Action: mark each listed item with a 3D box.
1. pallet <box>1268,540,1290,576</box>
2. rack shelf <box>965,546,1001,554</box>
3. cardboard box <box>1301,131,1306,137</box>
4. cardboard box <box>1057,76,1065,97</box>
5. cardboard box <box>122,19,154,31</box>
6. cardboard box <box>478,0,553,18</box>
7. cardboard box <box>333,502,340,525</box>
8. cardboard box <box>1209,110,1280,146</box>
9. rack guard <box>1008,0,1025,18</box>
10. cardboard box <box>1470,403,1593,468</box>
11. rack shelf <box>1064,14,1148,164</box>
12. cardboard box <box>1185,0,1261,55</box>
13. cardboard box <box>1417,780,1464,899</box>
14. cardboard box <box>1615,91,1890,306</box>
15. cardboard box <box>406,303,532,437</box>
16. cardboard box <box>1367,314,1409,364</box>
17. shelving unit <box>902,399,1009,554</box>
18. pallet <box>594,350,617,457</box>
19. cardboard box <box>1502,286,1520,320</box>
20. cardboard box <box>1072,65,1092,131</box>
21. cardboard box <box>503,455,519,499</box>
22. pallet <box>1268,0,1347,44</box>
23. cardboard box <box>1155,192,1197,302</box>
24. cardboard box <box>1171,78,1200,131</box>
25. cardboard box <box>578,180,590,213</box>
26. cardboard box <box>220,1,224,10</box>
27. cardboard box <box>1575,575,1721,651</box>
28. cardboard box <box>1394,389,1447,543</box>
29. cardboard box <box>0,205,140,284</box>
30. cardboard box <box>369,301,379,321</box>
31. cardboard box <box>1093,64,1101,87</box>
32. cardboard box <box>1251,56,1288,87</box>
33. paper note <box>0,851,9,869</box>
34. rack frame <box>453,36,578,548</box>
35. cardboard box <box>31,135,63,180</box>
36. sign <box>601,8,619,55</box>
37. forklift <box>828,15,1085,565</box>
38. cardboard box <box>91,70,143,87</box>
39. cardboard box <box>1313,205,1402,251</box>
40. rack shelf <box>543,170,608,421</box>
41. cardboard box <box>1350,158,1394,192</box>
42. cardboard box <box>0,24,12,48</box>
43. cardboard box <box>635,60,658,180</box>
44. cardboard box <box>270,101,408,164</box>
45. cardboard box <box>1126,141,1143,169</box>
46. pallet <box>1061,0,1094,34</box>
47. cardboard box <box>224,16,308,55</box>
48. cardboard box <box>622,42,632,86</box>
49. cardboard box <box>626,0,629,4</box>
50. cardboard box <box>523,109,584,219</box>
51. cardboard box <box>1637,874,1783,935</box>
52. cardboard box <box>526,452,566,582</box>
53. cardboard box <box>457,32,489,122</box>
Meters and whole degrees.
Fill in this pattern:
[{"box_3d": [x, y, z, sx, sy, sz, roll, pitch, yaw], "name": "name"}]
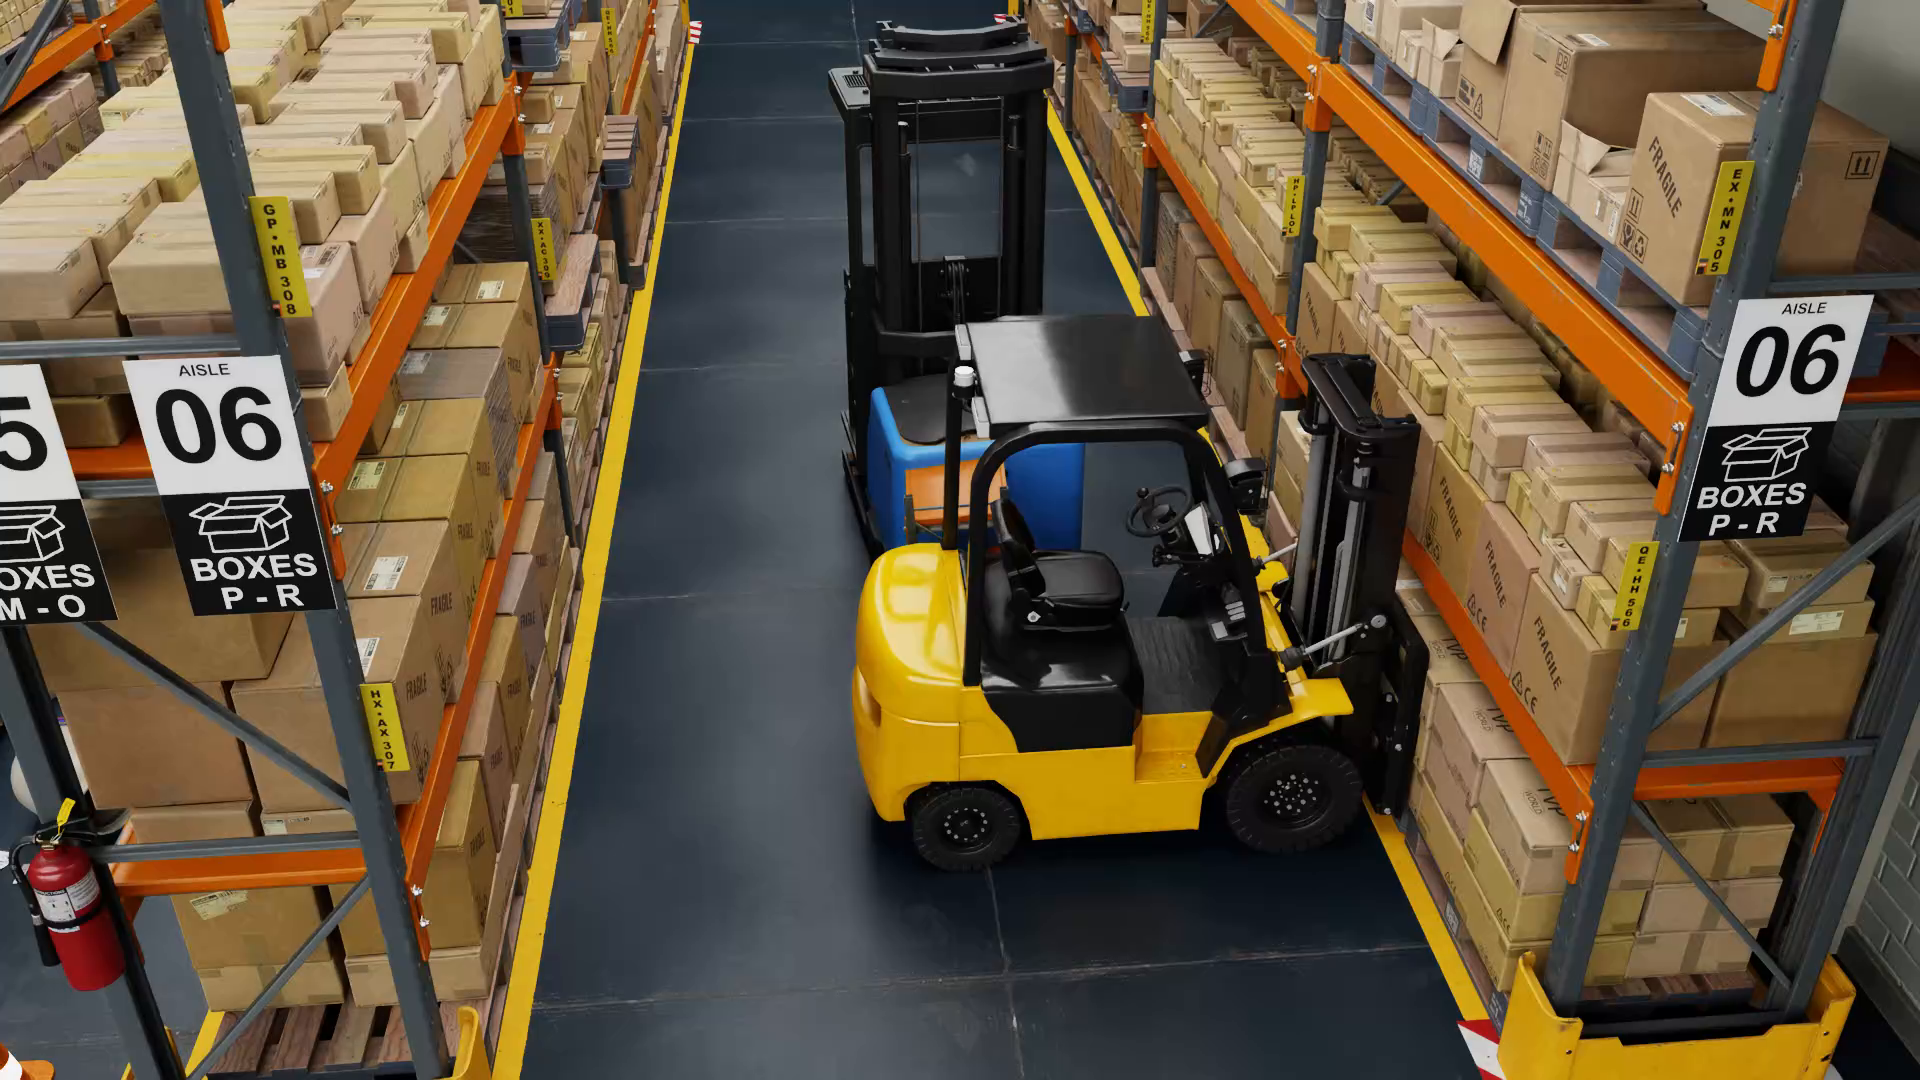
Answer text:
[{"box_3d": [2.319, 0.290, 9.059, 1.003, 0.211, 1.213, -3, 31, -5], "name": "pallet"}, {"box_3d": [0.023, 0.197, 8.759, 0.538, 0.278, 1.000, -5, 31, 0], "name": "rack shelf"}, {"box_3d": [2.364, -2.518, 10.698, 0.500, 0.250, 0.500, -3, 31, -6], "name": "cardboard box"}, {"box_3d": [1.194, -4.626, 16.941, 0.380, 0.149, 0.250, -4, 31, -6], "name": "cardboard box"}, {"box_3d": [-8.838, -5.449, 17.738, 0.380, 0.149, 0.250, -4, 31, -7], "name": "cardboard box"}, {"box_3d": [-2.311, -2.797, 8.318, 0.500, 0.250, 0.500, -4, 31, -6], "name": "cardboard box"}, {"box_3d": [-2.587, -0.142, 5.700, 0.700, 0.500, 0.500, -2, 31, -4], "name": "cardboard box"}, {"box_3d": [1.783, -2.583, 10.419, 0.380, 0.149, 0.250, -4, 31, -6], "name": "cardboard box"}, {"box_3d": [1.172, -6.330, 19.860, 1.175, 0.500, 0.348, -3, 31, -5], "name": "rack guard"}, {"box_3d": [2.227, -0.410, 6.491, 0.380, 0.149, 0.250, -2, 31, -3], "name": "cardboard box"}, {"box_3d": [1.726, -4.070, 14.340, 1.077, 0.370, 4.000, -3, 31, -5], "name": "rack shelf"}, {"box_3d": [2.020, -3.851, 12.765, 0.500, 0.500, 0.500, -1, 31, -2], "name": "cardboard box"}, {"box_3d": [2.265, 1.248, 7.007, 0.500, 0.250, 0.500, -3, 31, -5], "name": "cardboard box"}, {"box_3d": [2.376, -1.041, 5.038, 0.500, 0.500, 0.500, -2, 31, -3], "name": "cardboard box"}, {"box_3d": [-2.311, -0.769, 7.724, 0.500, 0.500, 0.500, -2, 31, -3], "name": "cardboard box"}, {"box_3d": [2.104, -0.934, 7.658, 0.380, 0.149, 0.250, -3, 31, -5], "name": "cardboard box"}, {"box_3d": [0.005, -0.011, 8.633, 0.538, 1.125, 1.048, -5, 31, 0], "name": "shelving unit"}, {"box_3d": [-2.847, -0.900, 11.051, 1.003, 0.211, 1.213, -3, 31, -5], "name": "pallet"}, {"box_3d": [2.727, -1.093, 7.635, 0.380, 0.149, 0.250, -3, 31, -5], "name": "cardboard box"}, {"box_3d": [1.360, -4.249, 15.966, 0.500, 0.500, 0.500, -1, 31, -2], "name": "cardboard box"}, {"box_3d": [-2.224, -0.299, 7.571, 0.380, 0.149, 0.250, -3, 31, -5], "name": "cardboard box"}, {"box_3d": [2.191, -2.970, 9.059, 0.805, 0.209, 1.217, -4, 31, -7], "name": "pallet"}, {"box_3d": [1.957, -2.199, 12.413, 0.875, 0.625, 0.625, -2, 31, -3], "name": "cardboard box"}, {"box_3d": [1.756, -3.014, 11.529, 0.500, 0.250, 0.500, -2, 31, -3], "name": "cardboard box"}, {"box_3d": [-2.487, -2.112, 10.196, 0.380, 0.149, 0.250, -2, 31, -3], "name": "cardboard box"}, {"box_3d": [-8.394, -5.867, 18.438, 0.380, 0.149, 0.250, -2, 31, -4], "name": "cardboard box"}, {"box_3d": [2.349, 0.242, 5.689, 0.380, 0.149, 0.250, -2, 31, -4], "name": "cardboard box"}, {"box_3d": [2.207, -0.338, 7.293, 0.500, 0.500, 0.500, -3, 31, -4], "name": "cardboard box"}, {"box_3d": [-2.593, -0.848, 4.786, 0.380, 0.149, 0.250, -2, 31, -4], "name": "cardboard box"}, {"box_3d": [-2.141, -0.790, 5.467, 0.380, 0.149, 0.250, -3, 31, -5], "name": "cardboard box"}, {"box_3d": [1.446, -4.321, 15.455, 0.380, 0.149, 0.250, -4, 31, -7], "name": "cardboard box"}, {"box_3d": [2.244, -3.259, 11.551, 0.380, 0.149, 0.250, -3, 31, -5], "name": "cardboard box"}, {"box_3d": [-4.282, 1.418, 7.357, 0.148, 0.019, 0.142, 8, 32, 13], "name": "paper note"}, {"box_3d": [-2.655, -1.075, 8.625, 1.000, 3.000, 0.127, -3, 31, -5], "name": "rack frame"}, {"box_3d": [-7.911, -3.088, 14.023, 0.500, 0.500, 0.500, -3, 31, -6], "name": "cardboard box"}, {"box_3d": [-2.490, -3.612, 11.819, 0.100, 0.325, 0.005, -3, 31, -5], "name": "sign"}, {"box_3d": [-0.122, -1.574, 9.527, 1.130, 2.935, 3.031, -6, 31, -10], "name": "forklift"}, {"box_3d": [-8.114, -4.412, 16.002, 0.380, 0.149, 0.250, -1, 31, -2], "name": "cardboard box"}, {"box_3d": [2.021, -1.587, 8.462, 0.380, 0.149, 0.250, -2, 31, -4], "name": "cardboard box"}, {"box_3d": [-2.842, -1.788, 10.519, 1.077, 0.370, 4.000, -3, 31, -5], "name": "rack shelf"}, {"box_3d": [2.472, -2.093, 9.599, 0.380, 0.149, 0.250, -3, 31, -5], "name": "cardboard box"}, {"box_3d": [-7.963, -4.085, 13.500, 0.380, 0.149, 0.250, -1, 31, -2], "name": "cardboard box"}, {"box_3d": [-3.173, -3.654, 14.605, 0.875, 0.875, 0.875, -2, 31, -3], "name": "cardboard box"}, {"box_3d": [-2.124, -1.396, 5.704, 0.380, 0.149, 0.250, -2, 31, -3], "name": "cardboard box"}, {"box_3d": [1.558, -3.121, 13.445, 0.380, 0.149, 0.250, -4, 31, -7], "name": "cardboard box"}, {"box_3d": [1.505, -4.904, 15.222, 1.003, 0.211, 1.213, -3, 31, -5], "name": "pallet"}, {"box_3d": [-2.884, -2.019, 6.748, 0.380, 0.149, 0.250, -3, 31, -5], "name": "cardboard box"}, {"box_3d": [-2.933, -3.845, 13.408, 0.500, 0.250, 0.500, -2, 31, -3], "name": "cardboard box"}, {"box_3d": [-2.964, -4.629, 13.502, 0.500, 0.500, 0.500, -2, 31, -4], "name": "cardboard box"}, {"box_3d": [-2.494, -2.188, 9.691, 0.500, 0.500, 0.500, -3, 31, -5], "name": "cardboard box"}, {"box_3d": [2.823, 1.263, 6.495, 0.500, 0.250, 0.500, -2, 31, -4], "name": "cardboard box"}, {"box_3d": [-2.333, -0.108, 8.546, 0.500, 0.500, 0.500, -3, 31, -5], "name": "cardboard box"}, {"box_3d": [-2.298, -1.956, 7.031, 0.500, 0.250, 0.500, -3, 31, -5], "name": "cardboard box"}]
